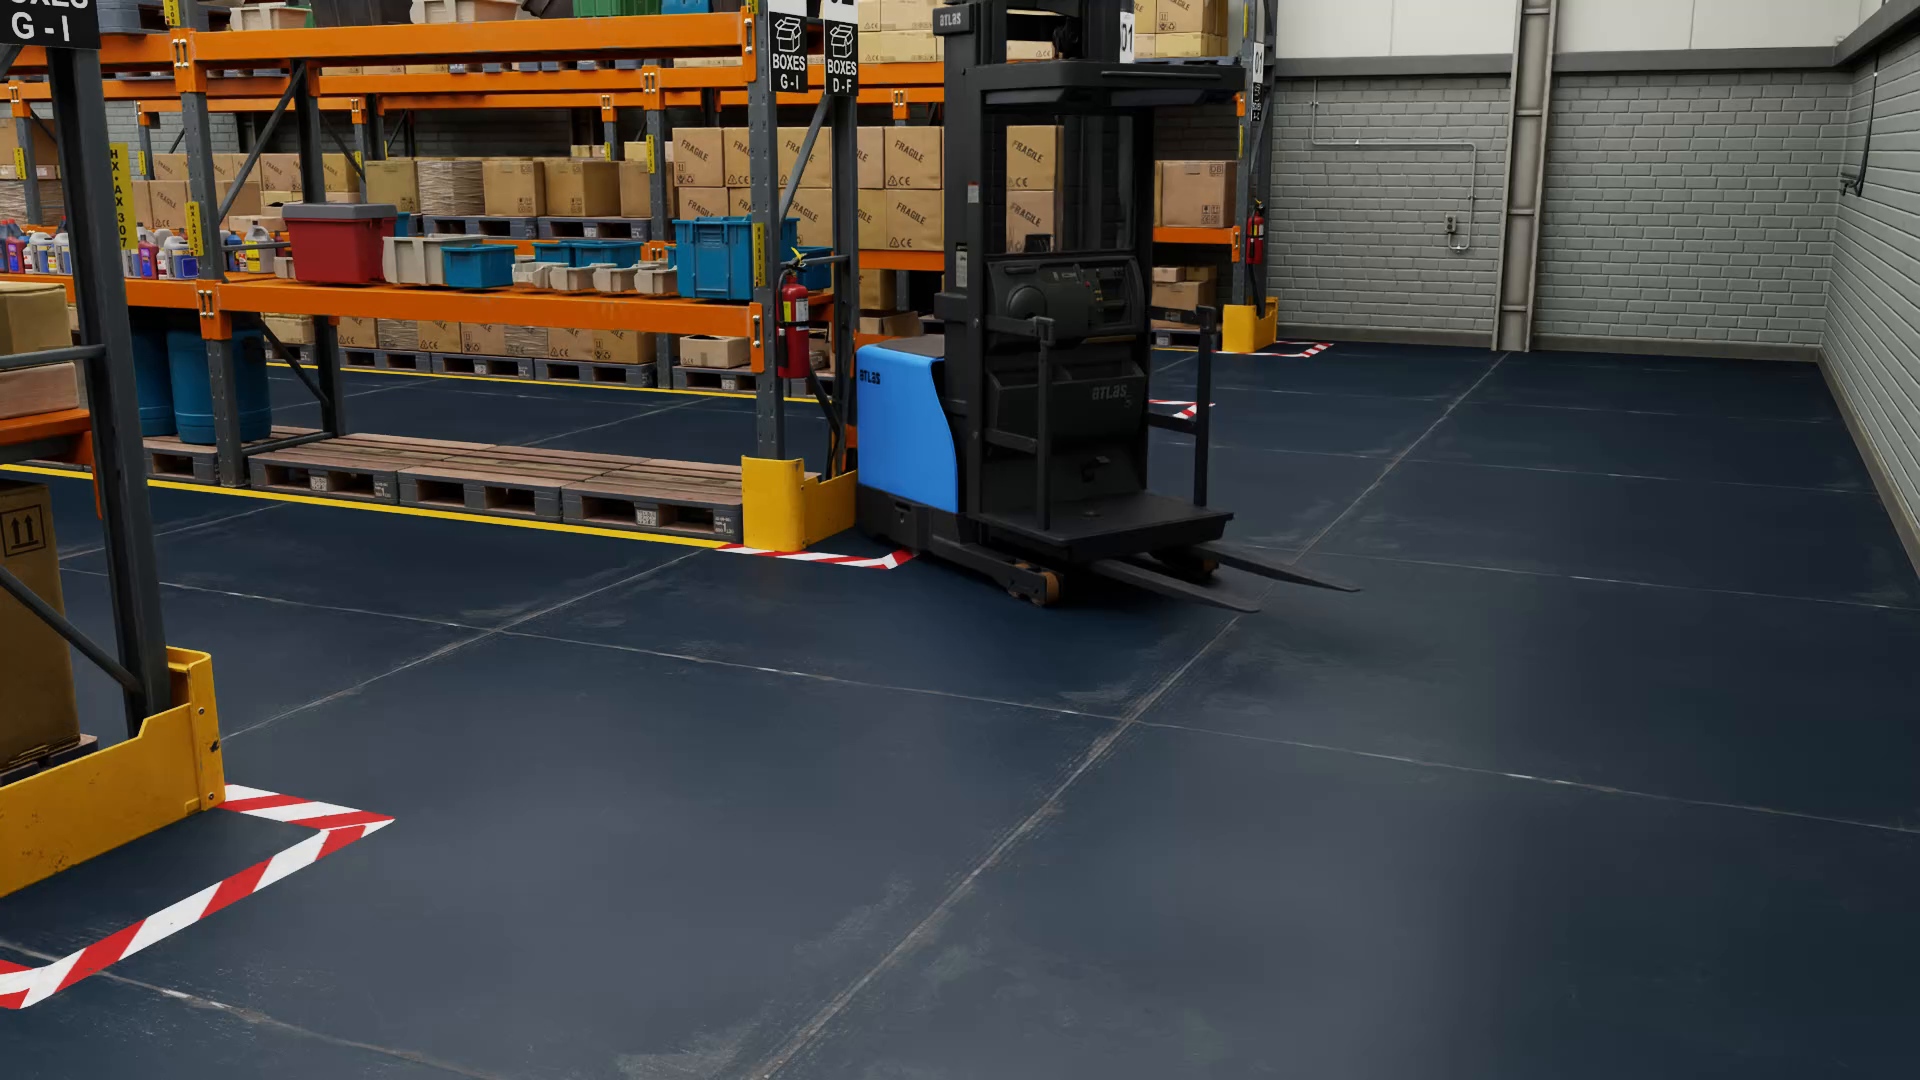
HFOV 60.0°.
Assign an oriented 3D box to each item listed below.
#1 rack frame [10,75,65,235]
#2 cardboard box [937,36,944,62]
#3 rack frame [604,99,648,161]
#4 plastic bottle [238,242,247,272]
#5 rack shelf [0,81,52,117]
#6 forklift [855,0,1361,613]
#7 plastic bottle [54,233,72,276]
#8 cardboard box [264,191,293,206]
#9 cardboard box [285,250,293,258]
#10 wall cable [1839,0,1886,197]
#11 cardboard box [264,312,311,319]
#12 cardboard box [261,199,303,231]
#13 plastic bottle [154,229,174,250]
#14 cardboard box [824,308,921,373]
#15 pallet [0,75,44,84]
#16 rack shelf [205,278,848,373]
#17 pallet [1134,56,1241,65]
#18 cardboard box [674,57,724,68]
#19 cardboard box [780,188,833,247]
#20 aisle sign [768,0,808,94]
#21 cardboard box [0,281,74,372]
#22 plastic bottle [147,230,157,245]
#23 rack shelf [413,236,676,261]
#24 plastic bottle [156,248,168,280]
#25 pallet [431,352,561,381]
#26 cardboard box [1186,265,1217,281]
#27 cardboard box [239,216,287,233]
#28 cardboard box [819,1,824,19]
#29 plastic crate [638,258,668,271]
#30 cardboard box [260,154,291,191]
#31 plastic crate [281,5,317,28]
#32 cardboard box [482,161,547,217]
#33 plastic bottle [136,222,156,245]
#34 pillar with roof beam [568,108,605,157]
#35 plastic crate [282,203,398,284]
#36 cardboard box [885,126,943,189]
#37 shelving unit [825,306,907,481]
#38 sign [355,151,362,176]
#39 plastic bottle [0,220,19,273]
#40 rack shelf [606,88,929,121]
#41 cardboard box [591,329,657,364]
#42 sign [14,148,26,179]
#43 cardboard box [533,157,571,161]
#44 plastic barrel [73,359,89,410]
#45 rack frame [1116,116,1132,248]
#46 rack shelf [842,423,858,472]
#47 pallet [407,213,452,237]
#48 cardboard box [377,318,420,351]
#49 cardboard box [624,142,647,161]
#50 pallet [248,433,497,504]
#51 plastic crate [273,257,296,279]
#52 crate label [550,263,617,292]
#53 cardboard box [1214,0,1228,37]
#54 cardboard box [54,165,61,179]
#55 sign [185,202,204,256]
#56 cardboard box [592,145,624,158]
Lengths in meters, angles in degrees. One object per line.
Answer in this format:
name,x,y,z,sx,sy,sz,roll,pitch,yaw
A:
rack frame,-9.801,-3.671,18.334,0.127,3.000,1.000,6,14,23
cardboard box,0.141,-3.989,13.451,0.500,0.250,0.500,6,14,23
rack frame,-4.141,-4.336,21.167,0.127,3.000,1.000,6,14,23
plastic bottle,-4.894,-1.942,11.400,0.097,0.201,0.097,0,13,0
rack shelf,-11.630,-4.966,18.862,4.000,0.370,1.077,6,14,23
forklift,0.655,-1.237,8.112,1.130,2.935,3.031,-9,16,-33
plastic bottle,-5.906,-1.898,11.049,0.135,0.276,0.152,6,14,23
cardboard box,-9.272,-4.715,23.065,0.500,0.250,0.500,6,14,23
cardboard box,-9.687,-3.860,23.646,0.500,0.500,0.700,5,14,20
wall cable,8.200,-4.407,15.134,0.112,2.526,3.097,6,14,23
cardboard box,-6.723,-2.437,16.946,0.500,0.311,0.500,6,15,25
cardboard box,-6.883,-3.381,17.292,0.500,0.311,0.500,6,14,23
plastic bottle,-5.612,-2.044,11.672,0.135,0.276,0.152,6,14,23
cardboard box,-0.767,-1.757,14.678,0.637,0.503,0.797,6,14,23
pallet,-10.591,-5.162,18.315,1.213,0.211,1.003,6,14,23
rack shelf,-2.668,-1.361,10.065,4.000,0.370,1.077,6,14,23
pallet,2.491,-5.079,17.963,1.213,0.211,1.003,6,14,23
cardboard box,-2.142,-4.222,14.442,0.500,0.250,0.500,6,14,23
cardboard box,-1.205,-2.782,14.326,0.500,0.500,0.500,6,14,23
aisle sign,-0.892,-2.724,8.608,0.004,0.787,0.394,6,14,23
cardboard box,-3.175,-0.665,5.198,0.500,0.250,0.500,5,14,22
plastic bottle,-5.673,-2.013,11.537,0.135,0.276,0.152,6,14,23
rack shelf,-4.315,-2.766,16.050,4.000,0.370,1.077,6,14,23
plastic bottle,-5.105,-1.774,10.683,0.097,0.201,0.097,0,13,0
pallet,-4.365,-1.753,16.265,1.213,0.211,1.003,6,14,23
cardboard box,2.688,-2.973,18.492,0.250,0.149,0.380,6,14,24
cardboard box,-7.078,-3.204,16.894,0.250,0.149,0.380,6,14,23
cardboard box,-1.232,-4.370,13.981,0.500,0.250,0.500,6,14,23
plastic crate,-1.812,-1.629,10.076,0.298,0.136,0.250,6,14,23
cardboard box,-9.270,-5.081,22.985,0.500,0.500,0.500,5,14,22
plastic crate,-3.987,-3.278,10.555,0.662,0.188,0.450,6,14,23
cardboard box,-4.127,-3.335,15.761,0.500,0.500,0.700,2,13,9
plastic bottle,-5.411,-1.919,10.977,0.185,0.351,0.144,6,14,23
pillar with roof beam,-6.723,-6.658,17.933,0.400,9.000,9.100,6,14,23
plastic crate,-3.782,-1.822,10.182,0.583,0.464,0.402,6,14,23
cardboard box,-0.286,-3.174,13.806,0.500,0.500,0.500,6,15,25
shelving unit,-0.212,-0.774,9.870,1.048,1.125,0.538,4,7,-13
sign,-8.011,-5.014,22.160,0.005,0.325,0.100,6,14,23
plastic bottle,-6.476,-1.991,11.283,0.185,0.351,0.144,6,14,23
rack shelf,-2.312,-5.261,20.118,4.000,0.370,1.077,6,14,23
cardboard box,-3.054,-1.914,15.354,0.500,0.500,0.500,6,14,23
sign,-10.024,-4.015,17.731,0.005,0.325,0.100,6,14,23
cardboard box,-5.097,-4.686,21.478,0.500,0.500,0.700,4,14,18
plastic barrel,-6.114,-1.080,11.819,0.421,0.512,0.421,0,13,0
rack frame,1.171,-2.561,13.602,0.127,3.000,1.000,6,14,23
rack shelf,-0.234,-0.532,9.897,1.000,0.278,0.538,4,7,-13
pallet,-5.496,-3.160,16.574,1.003,0.211,1.213,6,14,23
cardboard box,-5.362,-2.149,16.356,0.500,0.500,0.500,5,14,21
cardboard box,-3.804,-4.806,20.614,0.500,0.250,0.500,6,15,25
pallet,-3.808,-0.479,10.835,1.213,0.211,1.003,6,14,23
plastic crate,-4.129,-1.725,10.484,0.243,0.136,0.396,6,14,23
crate label,-2.182,-1.515,9.593,0.243,0.136,0.396,6,14,23
cardboard box,2.604,-5.719,18.045,0.500,0.500,0.500,5,14,21
cardboard box,-9.968,-4.101,18.527,0.250,0.149,0.380,6,14,23
sign,-4.721,-1.917,10.251,0.005,0.325,0.100,6,14,23
cardboard box,-4.468,-4.940,21.141,0.250,0.149,0.380,4,14,16
